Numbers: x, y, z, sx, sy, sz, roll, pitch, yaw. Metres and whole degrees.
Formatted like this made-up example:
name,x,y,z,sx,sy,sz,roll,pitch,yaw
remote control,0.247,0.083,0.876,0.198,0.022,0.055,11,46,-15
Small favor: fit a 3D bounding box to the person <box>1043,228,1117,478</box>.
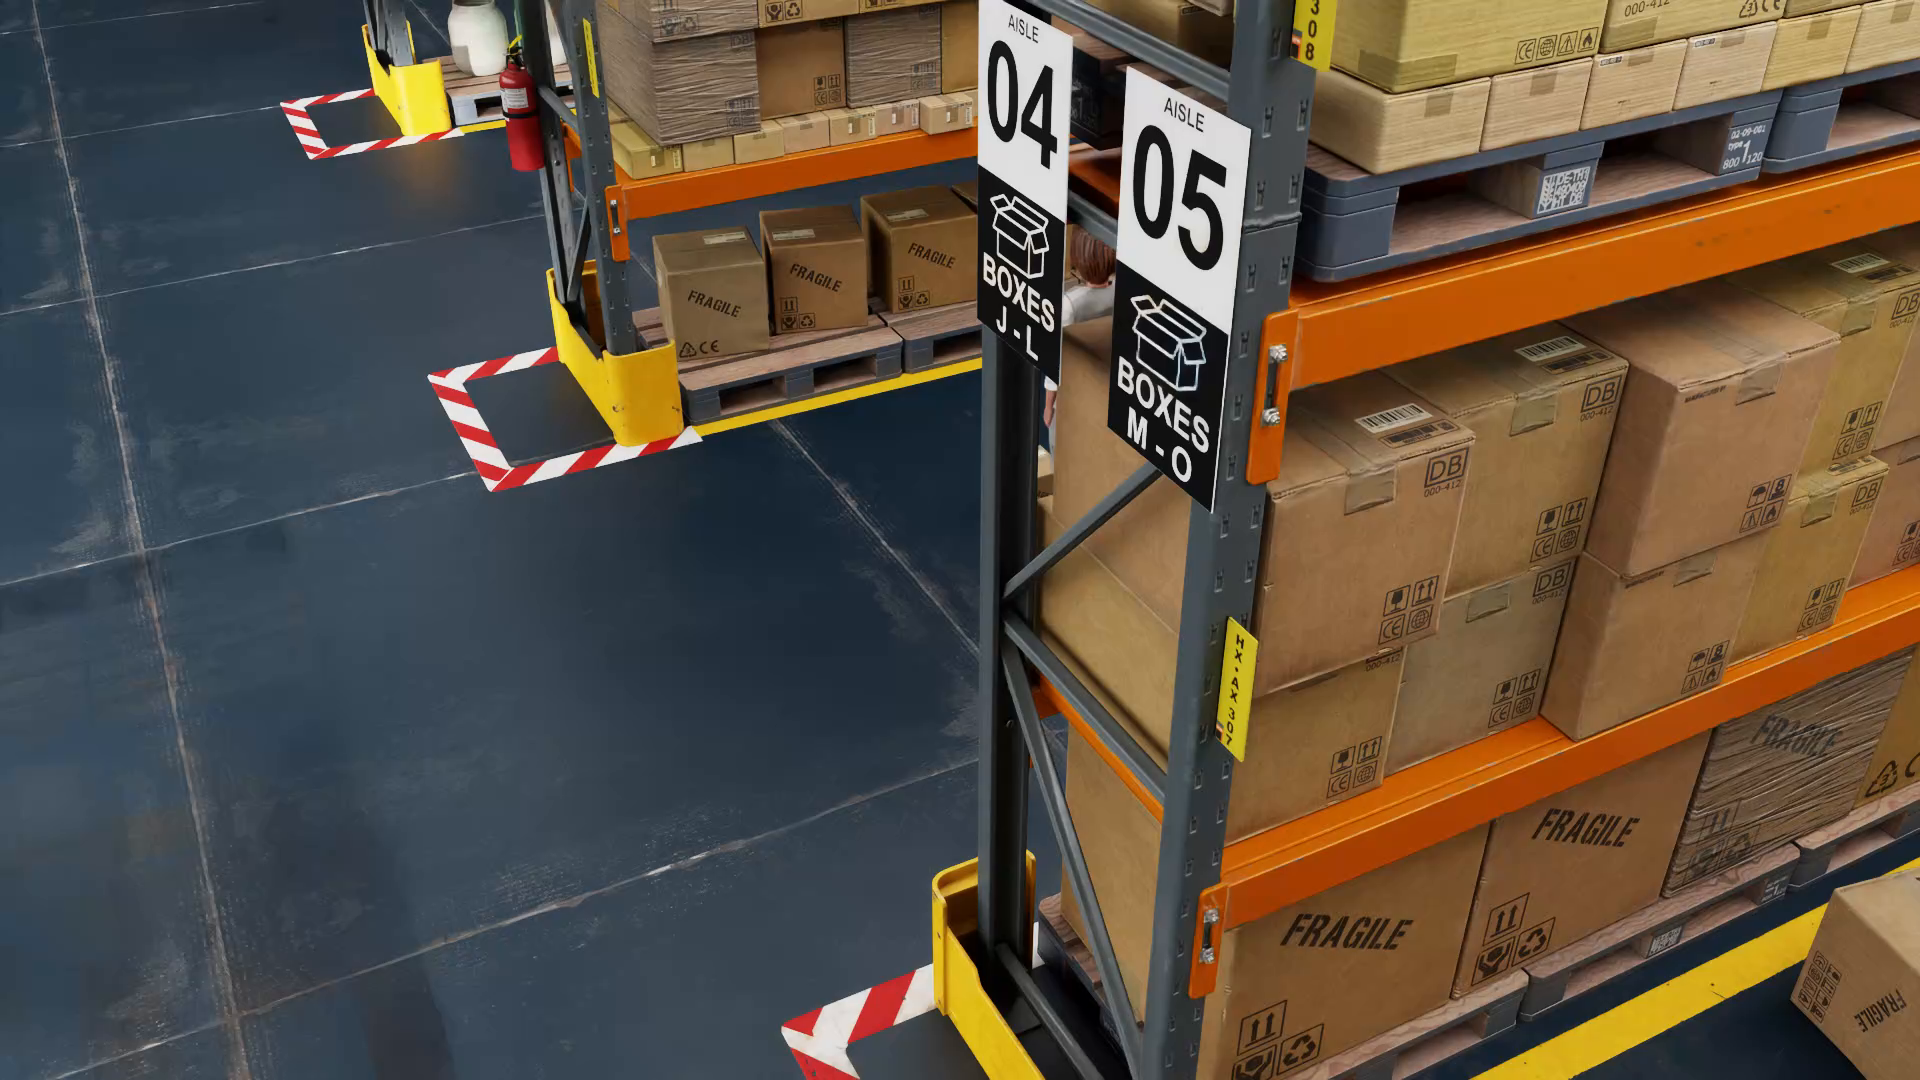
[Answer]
name,x,y,z,sx,sy,sz,roll,pitch,yaw
person,0.533,-0.569,7.027,0.407,1.583,0.306,-15,36,-22
